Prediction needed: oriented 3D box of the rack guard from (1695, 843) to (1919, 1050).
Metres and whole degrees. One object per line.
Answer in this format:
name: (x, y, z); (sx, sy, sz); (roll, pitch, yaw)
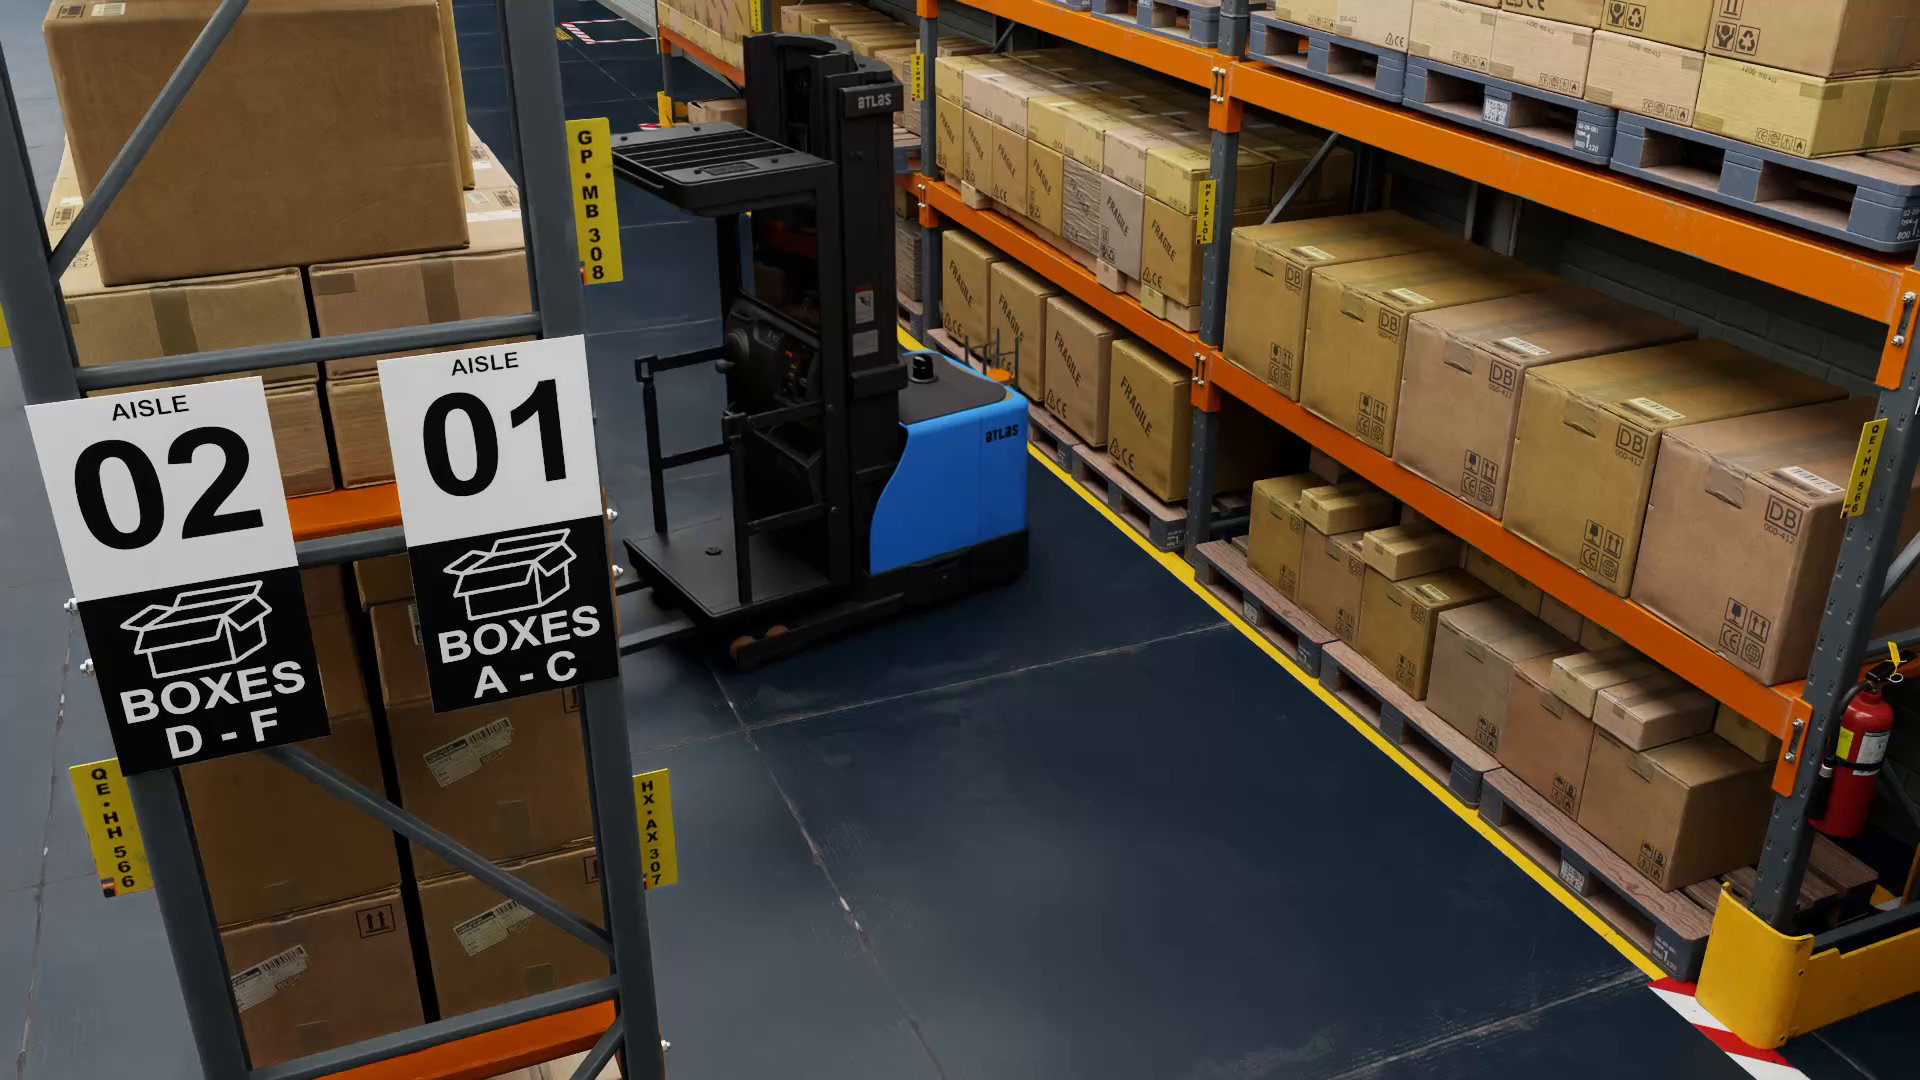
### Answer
rack guard: (3.339, 1.451, 6.208); (1.175, 0.500, 0.348); (-11, 28, -21)

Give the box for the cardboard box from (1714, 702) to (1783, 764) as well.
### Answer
cardboard box: (3.197, 0.712, 6.504); (0.380, 0.149, 0.250); (-10, 28, -20)

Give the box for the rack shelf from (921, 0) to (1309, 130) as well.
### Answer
rack shelf: (0.980, -3.129, 10.140); (1.077, 0.370, 4.000); (-11, 28, -21)

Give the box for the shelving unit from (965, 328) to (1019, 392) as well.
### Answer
shelving unit: (0.178, -0.607, 9.624); (0.258, 1.200, 0.189); (-16, 30, -30)

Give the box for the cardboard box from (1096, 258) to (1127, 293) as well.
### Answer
cardboard box: (1.032, -1.587, 9.846); (0.380, 0.149, 0.250); (-11, 28, -21)

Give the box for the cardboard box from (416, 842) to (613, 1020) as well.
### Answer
cardboard box: (-1.158, 0.901, 4.371); (0.500, 0.500, 0.500); (-10, 28, -20)

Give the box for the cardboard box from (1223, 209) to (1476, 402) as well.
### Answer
cardboard box: (1.961, -1.210, 8.467); (0.980, 0.700, 0.700); (-10, 28, -20)

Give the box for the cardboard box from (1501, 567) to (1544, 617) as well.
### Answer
cardboard box: (2.699, 0.200, 7.552); (0.380, 0.149, 0.250); (-10, 28, -20)

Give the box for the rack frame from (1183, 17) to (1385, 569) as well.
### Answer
rack frame: (1.763, -1.297, 8.987); (1.000, 3.000, 0.127); (-11, 28, -21)

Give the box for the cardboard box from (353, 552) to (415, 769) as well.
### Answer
cardboard box: (-1.370, 0.242, 4.581); (0.500, 0.500, 0.500); (-10, 28, -20)

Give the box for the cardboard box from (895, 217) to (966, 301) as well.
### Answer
cardboard box: (-0.133, -2.268, 13.323); (0.700, 0.500, 0.500); (-10, 28, -20)

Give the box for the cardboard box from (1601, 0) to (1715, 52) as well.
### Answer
cardboard box: (2.606, -1.985, 5.702); (0.500, 0.500, 0.500); (-10, 28, -19)

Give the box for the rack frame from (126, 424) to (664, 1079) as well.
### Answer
rack frame: (-1.227, 1.171, 3.933); (1.000, 3.000, 0.127); (-11, 28, -21)

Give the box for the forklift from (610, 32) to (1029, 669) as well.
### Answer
forklift: (-1.126, -0.928, 8.310); (3.031, 2.935, 1.130); (-17, 31, -30)

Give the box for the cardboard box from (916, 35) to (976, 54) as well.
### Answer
cardboard box: (-0.105, -3.707, 12.569); (0.380, 0.149, 0.250); (-16, 30, -29)

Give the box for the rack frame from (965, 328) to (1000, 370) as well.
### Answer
rack frame: (0.127, -0.640, 9.693); (0.240, 1.200, 0.006); (-16, 30, -30)

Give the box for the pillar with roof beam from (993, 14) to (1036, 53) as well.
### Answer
pillar with roof beam: (-3.477, -5.541, 10.842); (9.100, 9.000, 0.400); (-11, 28, -21)

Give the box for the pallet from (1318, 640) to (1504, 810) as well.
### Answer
pallet: (2.471, 0.770, 7.932); (1.003, 0.211, 1.213); (-11, 28, -21)

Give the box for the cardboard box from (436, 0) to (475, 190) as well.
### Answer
cardboard box: (-1.561, -1.092, 3.896); (0.700, 0.500, 0.500); (-11, 28, -21)

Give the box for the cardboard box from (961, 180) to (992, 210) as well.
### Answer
cardboard box: (0.230, -2.410, 11.530); (0.380, 0.149, 0.250); (-10, 28, -19)

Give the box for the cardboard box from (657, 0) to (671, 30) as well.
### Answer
cardboard box: (-3.037, -5.831, 18.422); (0.500, 0.250, 0.500); (-11, 28, -22)

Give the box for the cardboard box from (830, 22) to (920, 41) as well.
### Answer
cardboard box: (-0.703, -4.070, 14.052); (0.700, 0.500, 0.500); (-7, 27, -14)

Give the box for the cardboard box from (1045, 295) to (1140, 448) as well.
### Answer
cardboard box: (1.038, -1.118, 10.592); (0.750, 0.750, 0.750); (-10, 28, -19)

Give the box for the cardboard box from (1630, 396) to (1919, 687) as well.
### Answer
cardboard box: (3.121, -0.021, 6.032); (0.980, 0.700, 0.700); (-9, 28, -18)

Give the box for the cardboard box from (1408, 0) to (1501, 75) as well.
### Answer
cardboard box: (2.186, -2.073, 6.736); (0.500, 0.250, 0.500); (-11, 28, -22)

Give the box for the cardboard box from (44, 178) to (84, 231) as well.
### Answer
cardboard box: (-1.859, -0.700, 3.947); (0.500, 0.250, 0.500); (-11, 28, -21)

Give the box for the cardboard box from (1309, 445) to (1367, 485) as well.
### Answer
cardboard box: (2.088, -0.427, 8.836); (0.380, 0.149, 0.250); (-11, 28, -21)

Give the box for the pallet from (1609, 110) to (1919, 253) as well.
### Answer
pallet: (3.030, -1.288, 5.651); (1.003, 0.211, 1.213); (-11, 28, -21)

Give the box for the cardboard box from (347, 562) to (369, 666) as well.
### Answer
cardboard box: (-1.955, 0.084, 6.046); (0.500, 0.500, 0.500); (-10, 28, -19)

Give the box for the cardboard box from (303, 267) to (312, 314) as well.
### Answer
cardboard box: (-1.378, -0.565, 4.240); (0.500, 0.250, 0.500); (-11, 28, -21)

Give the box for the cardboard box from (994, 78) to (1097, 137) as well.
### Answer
cardboard box: (0.548, -2.790, 10.716); (0.500, 0.250, 0.500); (-10, 28, -20)

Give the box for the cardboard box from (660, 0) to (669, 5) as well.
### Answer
cardboard box: (-3.026, -6.175, 18.272); (0.500, 0.500, 0.500); (-11, 28, -21)

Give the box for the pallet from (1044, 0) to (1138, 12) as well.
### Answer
pallet: (0.939, -3.473, 10.240); (1.003, 0.211, 1.213); (-9, 28, -18)

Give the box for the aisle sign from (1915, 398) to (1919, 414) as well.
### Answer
aisle sign: (3.082, -0.769, 4.944); (0.394, 0.787, 0.004); (-11, 28, -21)

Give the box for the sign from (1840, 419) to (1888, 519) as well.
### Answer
sign: (2.825, -0.221, 5.194); (0.100, 0.325, 0.005); (-11, 28, -21)

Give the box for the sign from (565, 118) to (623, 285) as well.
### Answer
sign: (-0.727, -0.663, 3.274); (0.100, 0.325, 0.005); (-11, 28, -21)

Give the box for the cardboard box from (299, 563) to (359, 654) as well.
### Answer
cardboard box: (-1.853, 0.340, 4.381); (0.500, 0.500, 0.500); (-10, 28, -19)

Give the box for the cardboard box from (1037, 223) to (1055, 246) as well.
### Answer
cardboard box: (0.723, -2.017, 10.727); (0.380, 0.149, 0.250); (-10, 28, -20)

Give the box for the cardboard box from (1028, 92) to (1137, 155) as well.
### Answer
cardboard box: (0.754, -2.585, 10.296); (0.500, 0.250, 0.500); (-11, 28, -22)

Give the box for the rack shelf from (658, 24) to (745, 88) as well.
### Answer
rack shelf: (-2.153, -5.010, 17.413); (1.077, 0.370, 4.000); (-11, 28, -21)

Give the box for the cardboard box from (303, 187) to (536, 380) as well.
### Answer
cardboard box: (-1.188, -0.586, 3.715); (0.500, 0.250, 0.500); (-11, 28, -21)

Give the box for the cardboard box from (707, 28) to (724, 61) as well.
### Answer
cardboard box: (-2.233, -5.010, 16.740); (0.500, 0.250, 0.500); (-11, 28, -21)

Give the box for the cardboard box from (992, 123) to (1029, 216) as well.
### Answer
cardboard box: (0.542, -2.445, 10.864); (0.500, 0.500, 0.500); (-11, 28, -21)

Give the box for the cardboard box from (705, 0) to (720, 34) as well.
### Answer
cardboard box: (-2.227, -5.348, 16.579); (0.500, 0.500, 0.500); (-11, 28, -22)

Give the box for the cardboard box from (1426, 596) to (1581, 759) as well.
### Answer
cardboard box: (2.570, 0.582, 7.509); (0.700, 0.500, 0.500); (-12, 28, -22)

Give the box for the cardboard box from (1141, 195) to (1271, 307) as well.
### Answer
cardboard box: (1.351, -1.627, 9.188); (0.500, 0.500, 0.500); (-11, 28, -21)

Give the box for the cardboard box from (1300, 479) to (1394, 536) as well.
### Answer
cardboard box: (1.928, -0.164, 8.299); (0.380, 0.149, 0.250); (-10, 28, -19)

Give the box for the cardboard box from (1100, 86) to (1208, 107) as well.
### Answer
cardboard box: (1.211, -2.675, 10.479); (0.500, 0.250, 0.500); (-11, 28, -22)

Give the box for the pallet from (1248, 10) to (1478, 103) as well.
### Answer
pallet: (2.074, -2.273, 7.668); (1.003, 0.211, 1.213); (-11, 28, -21)
